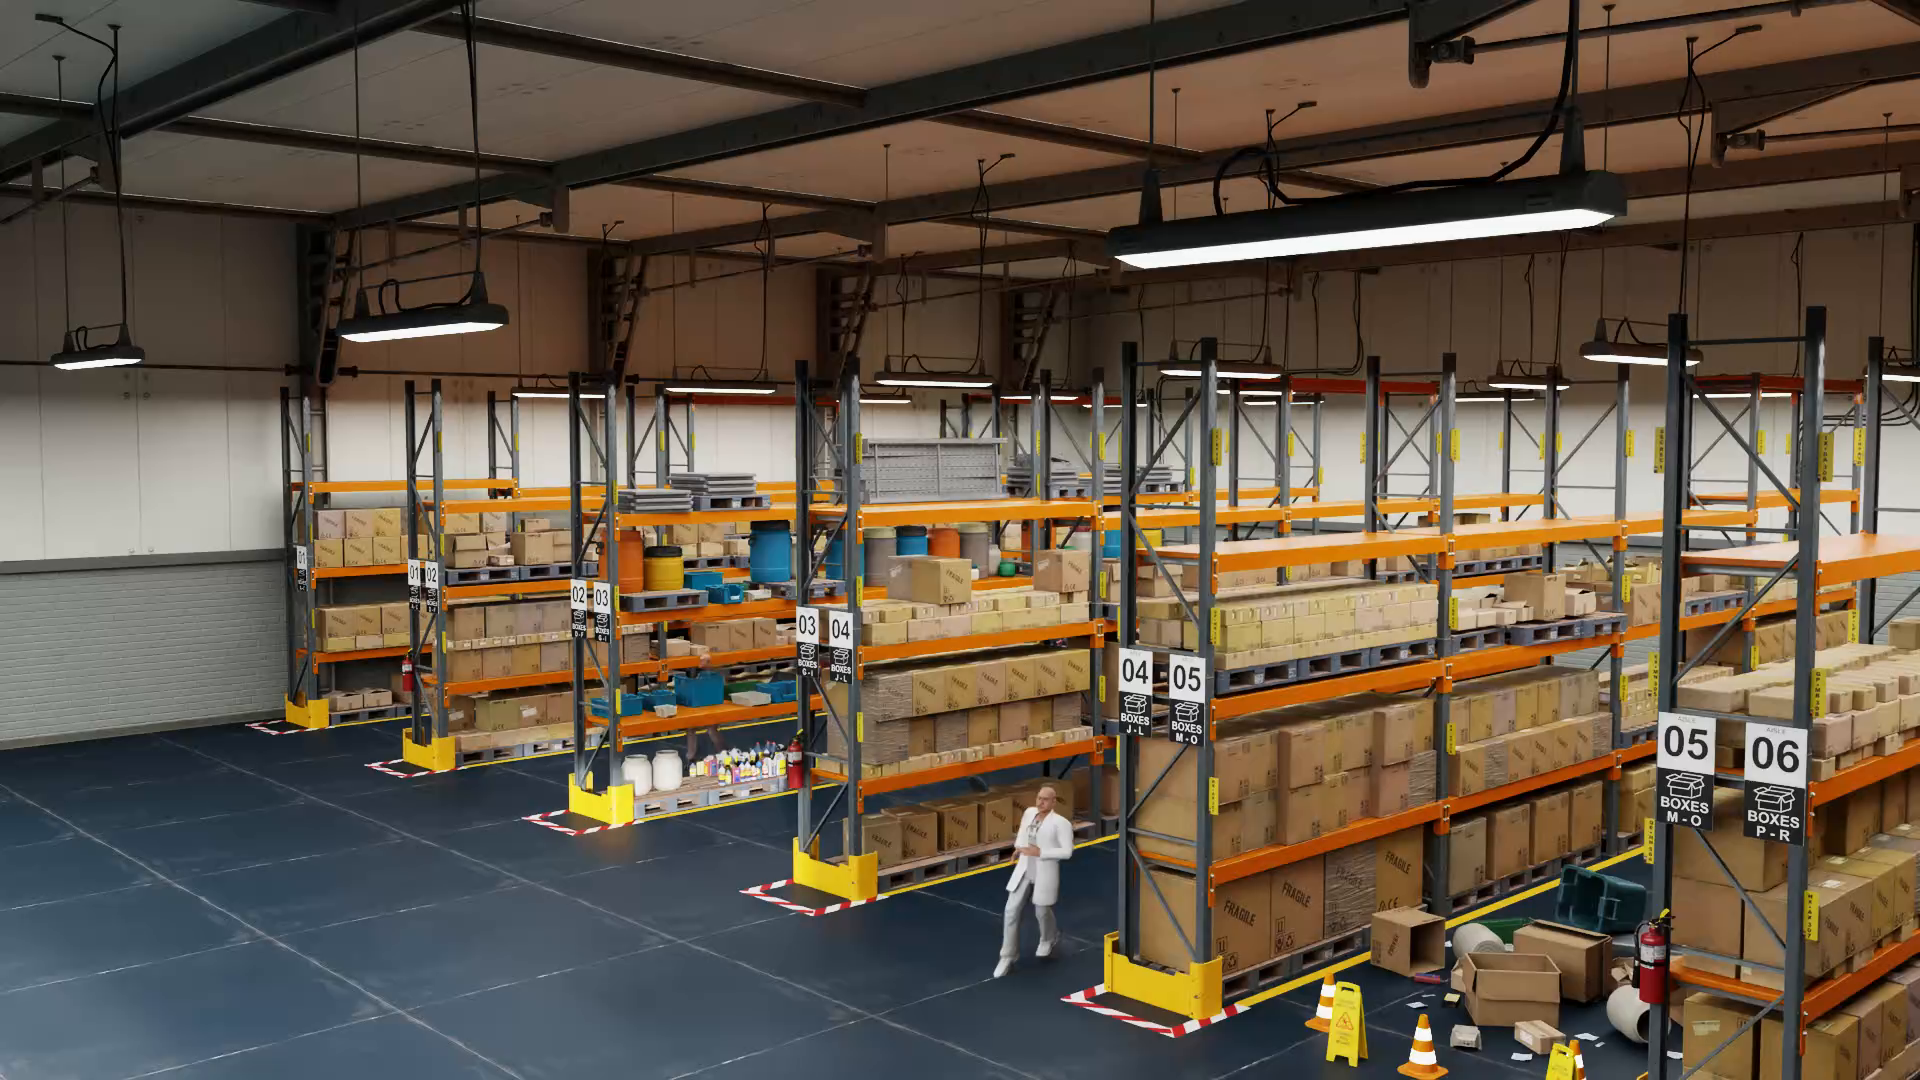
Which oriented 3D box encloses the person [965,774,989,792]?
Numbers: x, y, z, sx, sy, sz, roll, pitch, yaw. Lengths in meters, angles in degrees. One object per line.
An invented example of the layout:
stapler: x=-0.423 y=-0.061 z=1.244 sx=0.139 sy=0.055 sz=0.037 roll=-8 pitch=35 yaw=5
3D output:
person: x=0.201 y=2.847 z=22.636 sx=0.643 sy=1.747 sz=0.729 roll=-3 pitch=5 yaw=-42

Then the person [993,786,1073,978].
person: x=0.789 y=3.263 z=16.030 sx=0.716 sy=1.810 sz=0.954 roll=2 pitch=4 yaw=30

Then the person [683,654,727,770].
person: x=-3.956 y=2.650 z=25.797 sx=0.635 sy=1.777 sz=0.801 roll=2 pitch=4 yaw=32
